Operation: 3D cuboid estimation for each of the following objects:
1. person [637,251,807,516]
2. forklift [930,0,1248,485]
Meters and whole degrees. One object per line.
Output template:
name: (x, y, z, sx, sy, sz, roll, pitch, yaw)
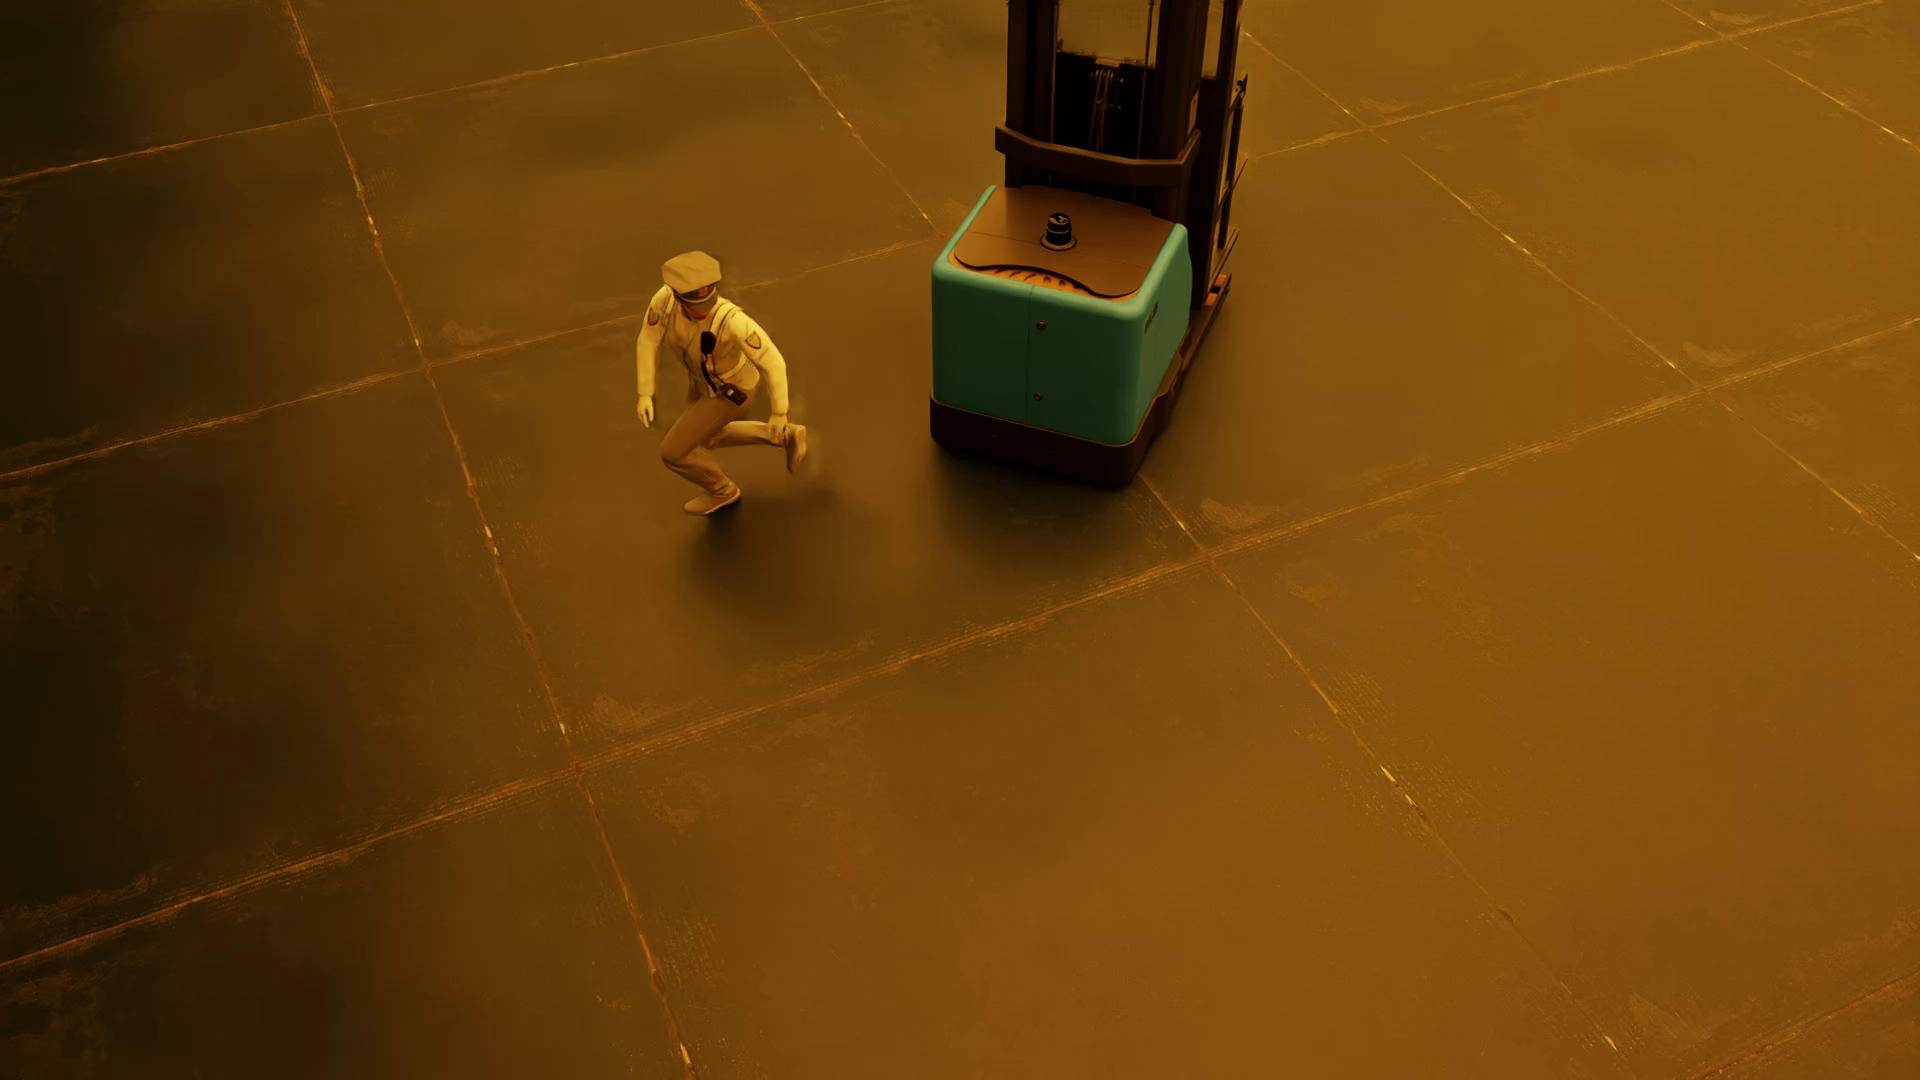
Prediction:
person: (-1.055, -0.694, 7.544, 0.775, 1.452, 0.573, -24, 48, -23)
forklift: (0.860, -2.355, 8.203, 1.130, 2.935, 3.031, 15, 45, 15)
